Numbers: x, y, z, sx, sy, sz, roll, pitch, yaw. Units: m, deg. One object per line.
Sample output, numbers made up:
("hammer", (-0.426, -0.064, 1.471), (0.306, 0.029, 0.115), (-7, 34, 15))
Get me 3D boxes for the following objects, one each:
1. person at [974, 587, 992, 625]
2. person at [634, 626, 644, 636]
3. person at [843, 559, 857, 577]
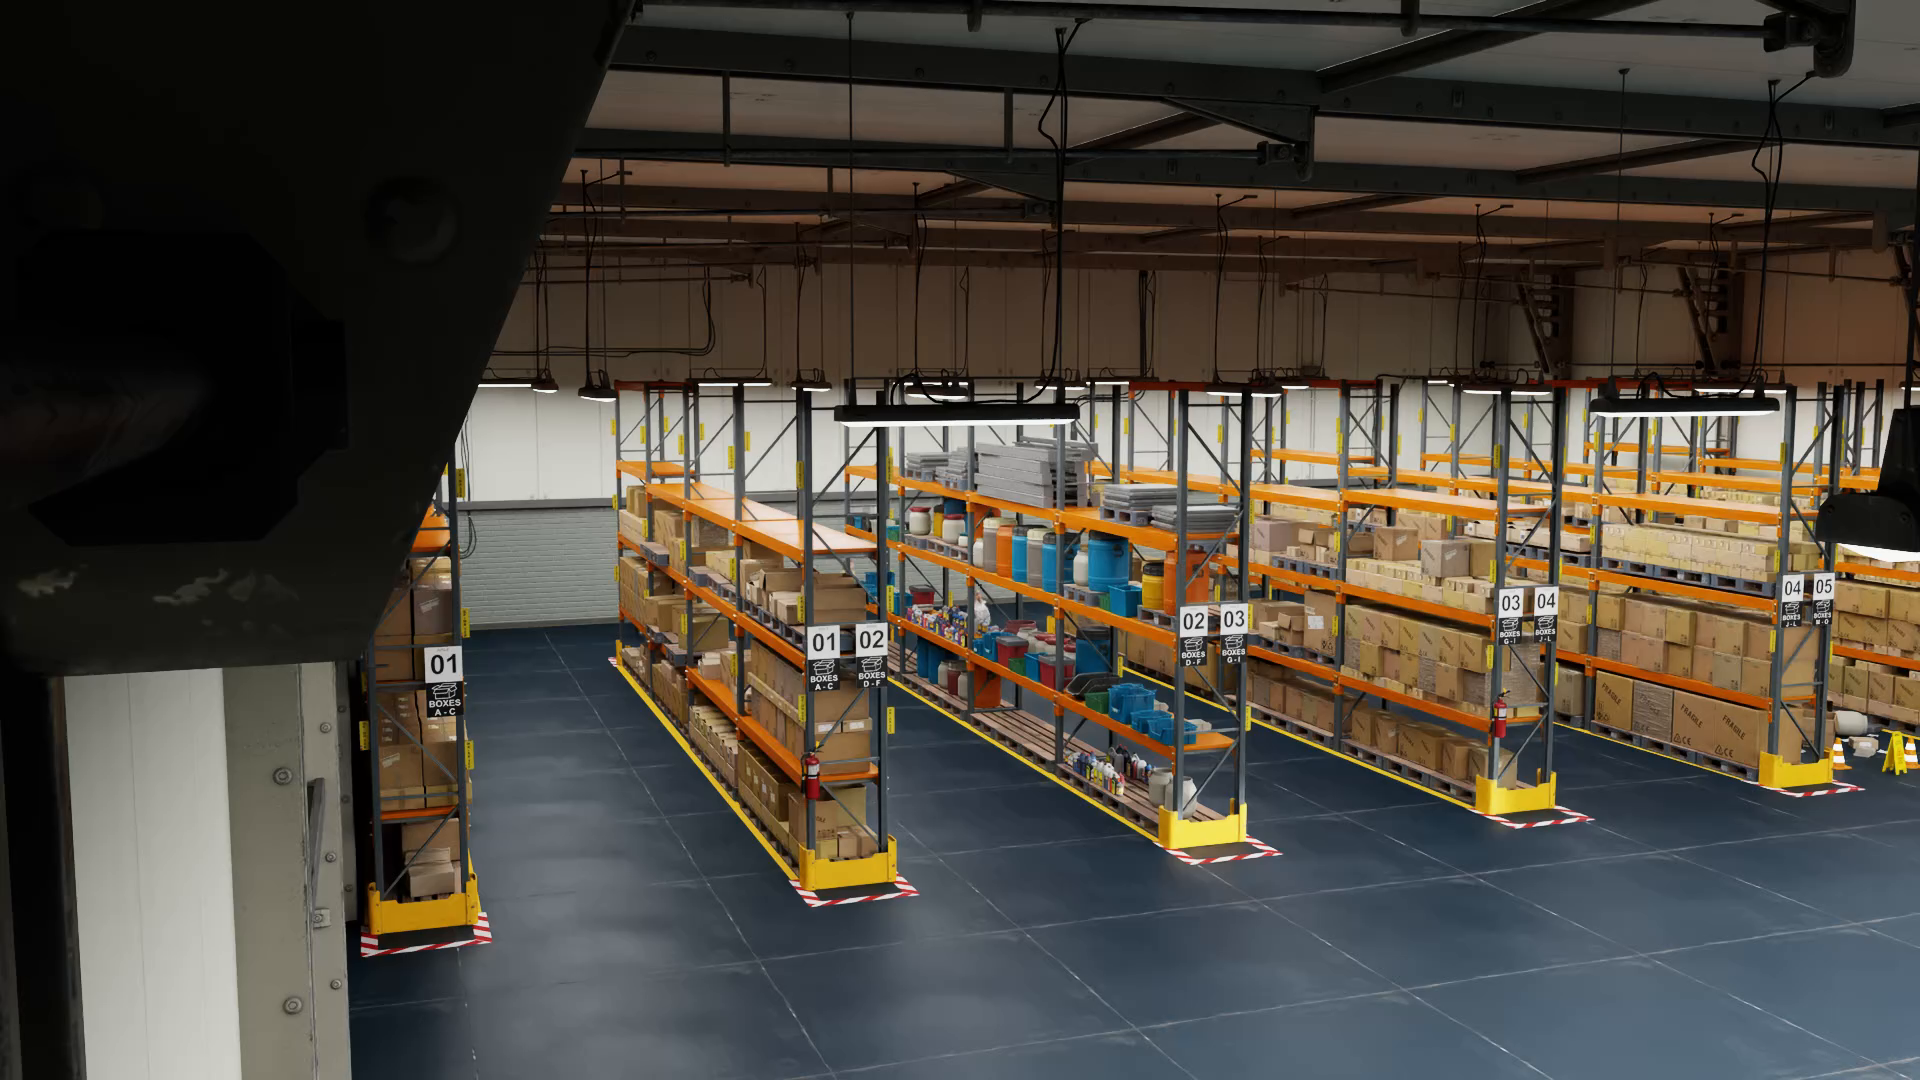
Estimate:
("person", (0.391, 1.749, 34.026), (0.497, 1.593, 0.877), (-6, 8, -43))
("person", (-7.202, 1.406, 38.204), (1.164, 1.708, 0.617), (6, 8, 44))
("person", (-2.745, 1.261, 40.217), (0.899, 1.633, 0.451), (2, 6, 16))
